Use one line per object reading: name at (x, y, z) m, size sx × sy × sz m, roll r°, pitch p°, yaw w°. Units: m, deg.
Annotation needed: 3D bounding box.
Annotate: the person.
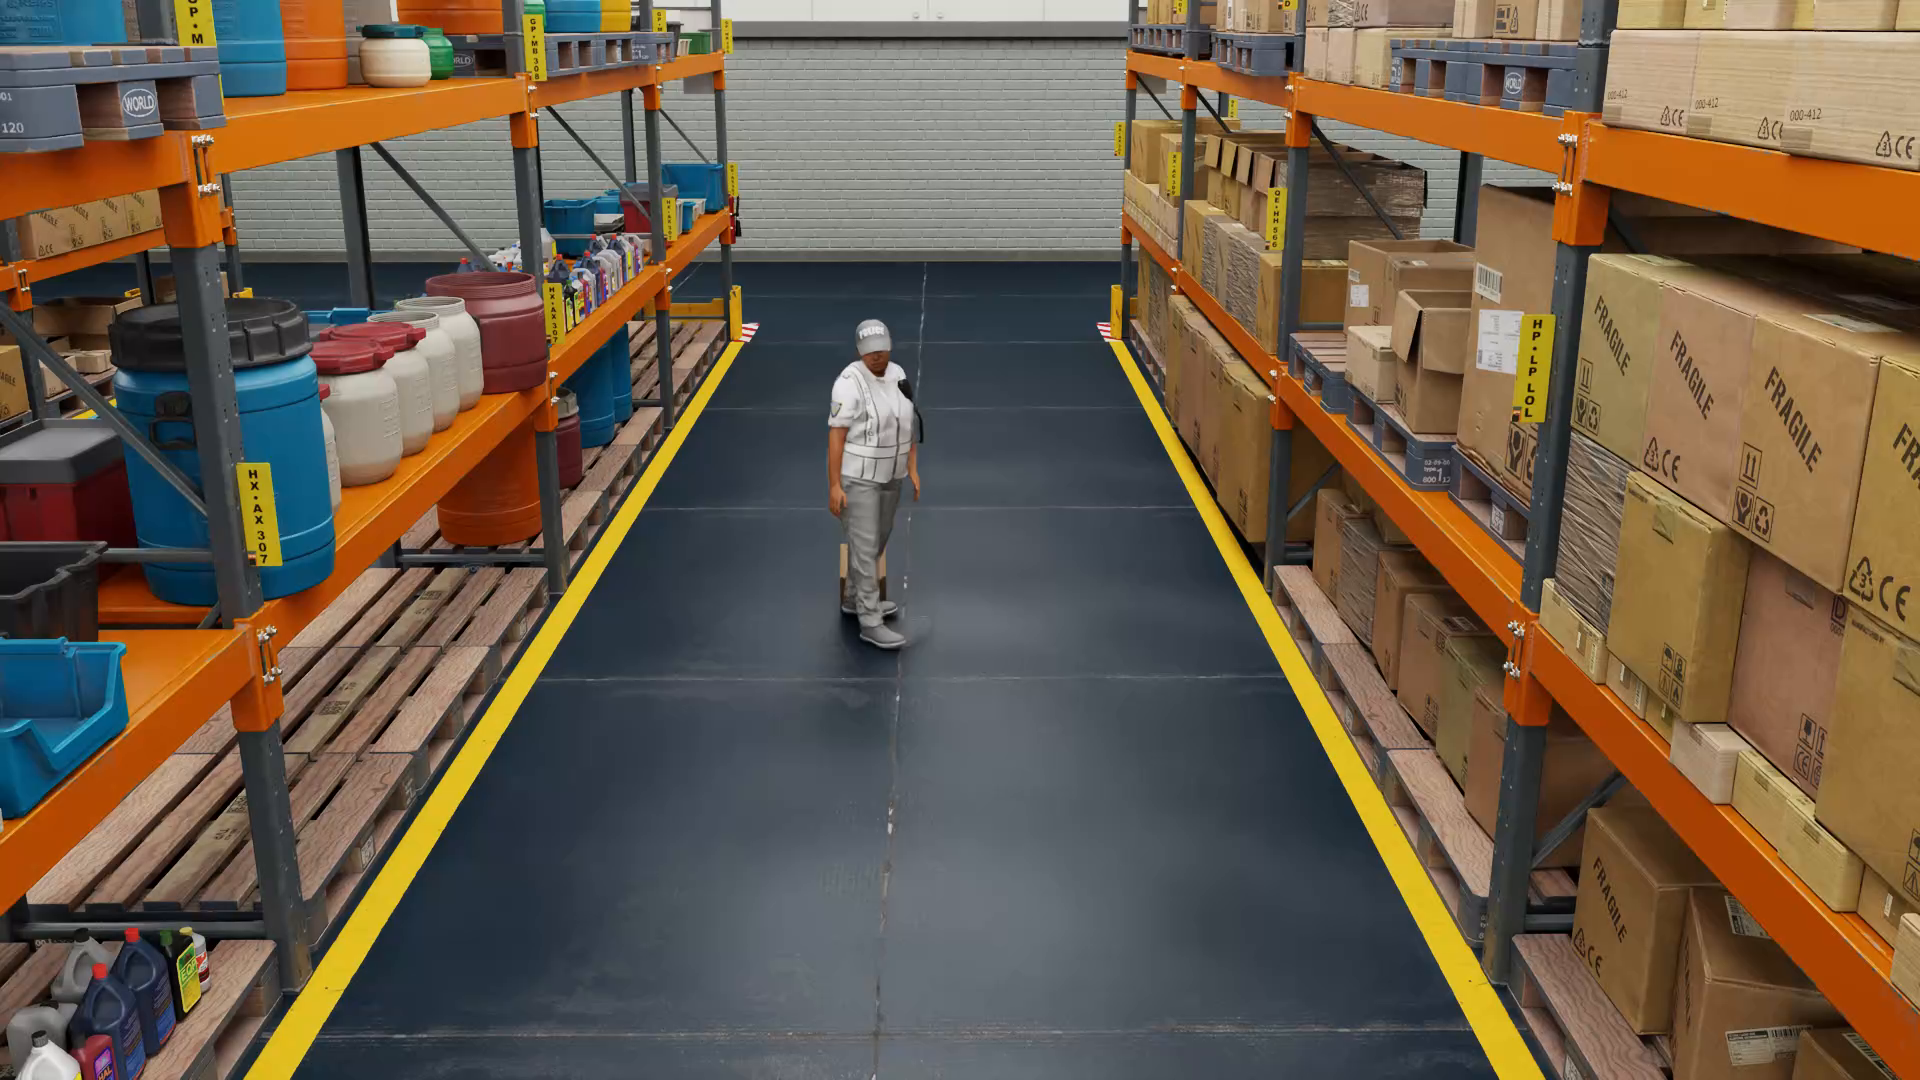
person at (-0.436, -0.317, 8.504) m, size 0.628 × 1.646 × 0.562 m, roll 13°, pitch 22°, yaw 36°
